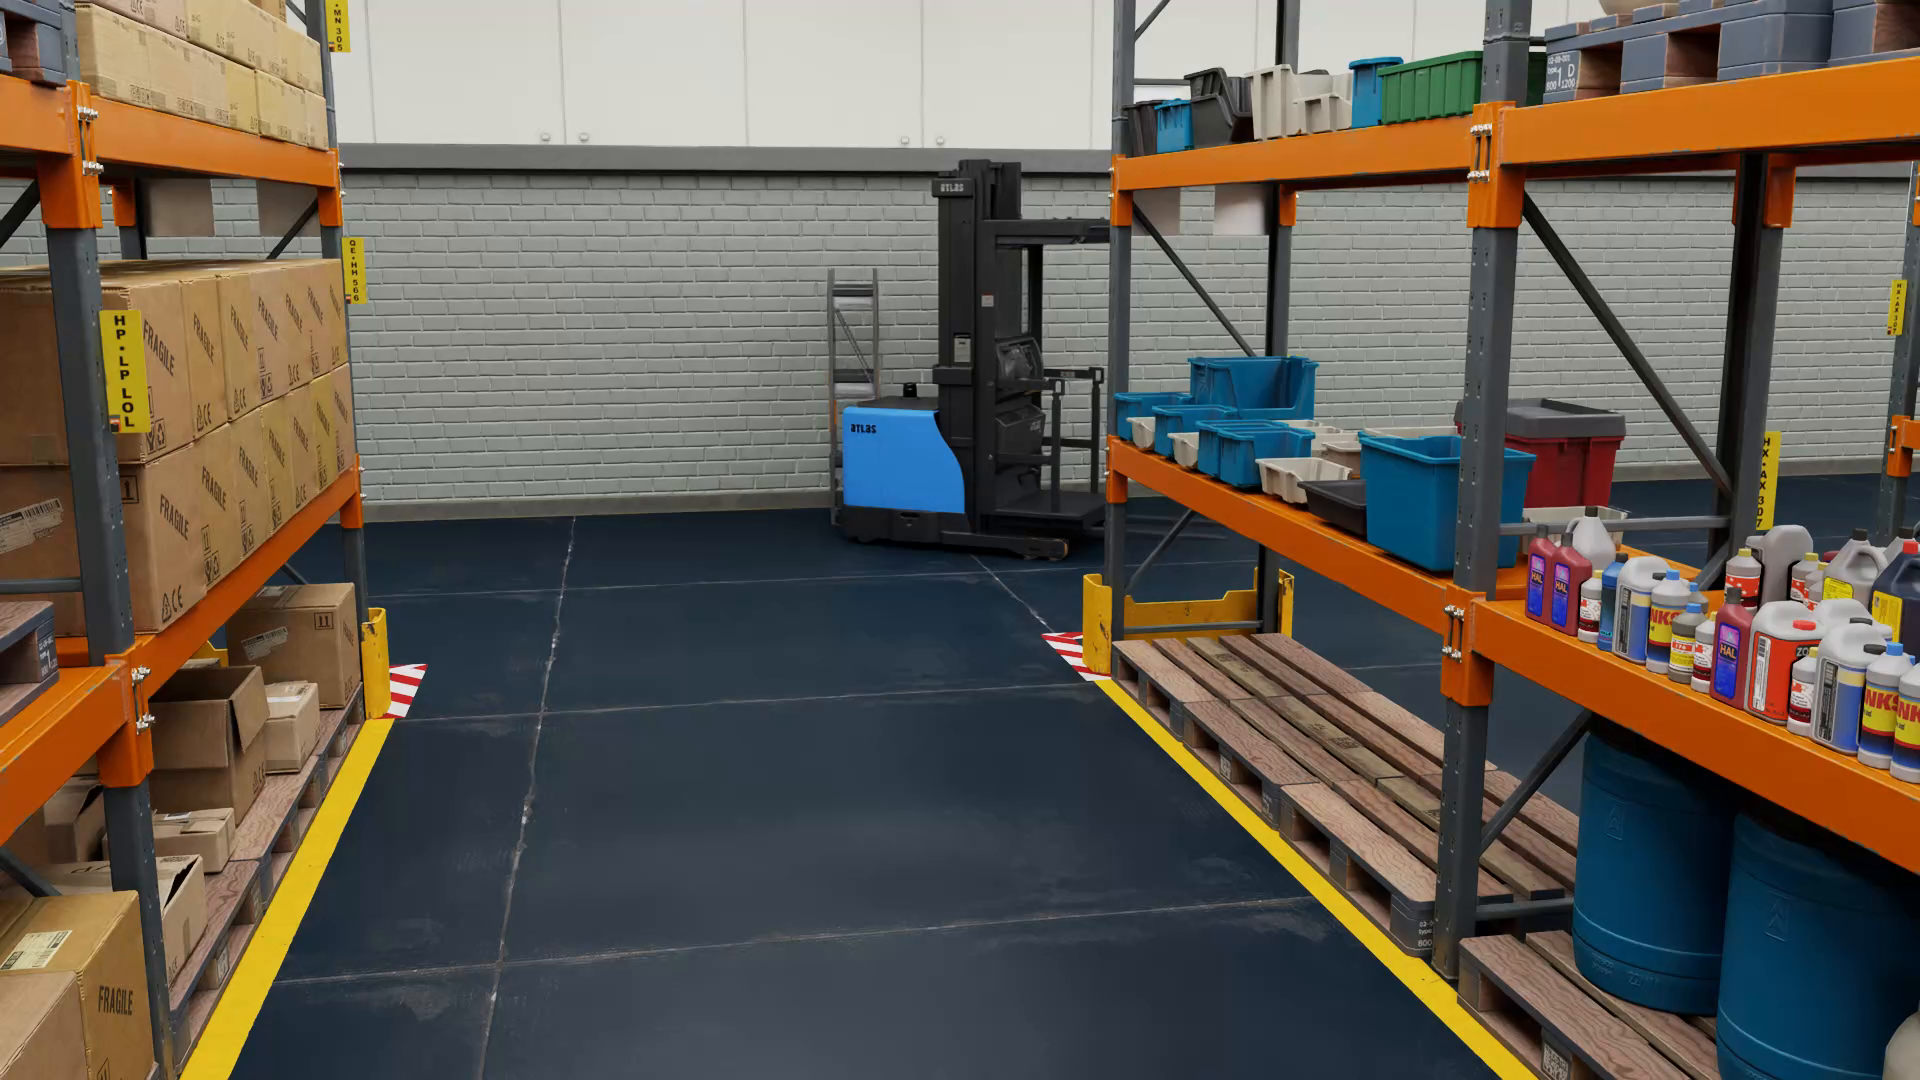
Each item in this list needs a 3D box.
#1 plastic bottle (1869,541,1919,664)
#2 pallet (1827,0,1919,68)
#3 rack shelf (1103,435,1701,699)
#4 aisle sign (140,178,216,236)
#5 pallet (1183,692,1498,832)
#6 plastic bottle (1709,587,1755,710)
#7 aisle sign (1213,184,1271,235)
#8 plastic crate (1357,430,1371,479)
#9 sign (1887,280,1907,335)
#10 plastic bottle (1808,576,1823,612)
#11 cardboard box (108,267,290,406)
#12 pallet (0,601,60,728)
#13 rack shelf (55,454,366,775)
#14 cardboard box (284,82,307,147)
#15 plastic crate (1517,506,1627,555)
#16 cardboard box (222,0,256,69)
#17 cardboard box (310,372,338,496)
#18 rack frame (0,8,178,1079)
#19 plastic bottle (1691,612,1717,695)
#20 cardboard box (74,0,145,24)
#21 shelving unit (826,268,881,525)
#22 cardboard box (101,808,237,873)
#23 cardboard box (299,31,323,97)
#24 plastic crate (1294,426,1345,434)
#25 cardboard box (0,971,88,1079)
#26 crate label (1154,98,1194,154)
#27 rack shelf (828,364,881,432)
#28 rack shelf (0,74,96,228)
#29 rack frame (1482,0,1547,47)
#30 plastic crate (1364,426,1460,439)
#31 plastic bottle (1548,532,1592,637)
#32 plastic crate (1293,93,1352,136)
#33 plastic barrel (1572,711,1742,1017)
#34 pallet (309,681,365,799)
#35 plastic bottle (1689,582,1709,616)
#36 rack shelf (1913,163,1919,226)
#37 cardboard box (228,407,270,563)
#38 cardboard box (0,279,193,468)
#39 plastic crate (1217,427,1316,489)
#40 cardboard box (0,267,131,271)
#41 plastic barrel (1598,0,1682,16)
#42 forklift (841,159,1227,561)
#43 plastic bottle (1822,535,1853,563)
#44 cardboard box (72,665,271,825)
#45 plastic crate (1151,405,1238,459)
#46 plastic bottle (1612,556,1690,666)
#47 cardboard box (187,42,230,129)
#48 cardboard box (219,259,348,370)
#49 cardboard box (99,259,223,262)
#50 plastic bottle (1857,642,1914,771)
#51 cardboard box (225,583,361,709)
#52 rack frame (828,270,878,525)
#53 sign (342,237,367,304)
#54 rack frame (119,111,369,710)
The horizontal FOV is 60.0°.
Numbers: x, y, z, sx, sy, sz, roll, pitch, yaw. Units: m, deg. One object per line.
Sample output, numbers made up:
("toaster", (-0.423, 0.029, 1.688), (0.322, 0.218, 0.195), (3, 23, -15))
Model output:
("plastic bottle", (2.486, 0.182, 4.349), (0.144, 0.351, 0.185), (-2, 11, -11))
("pallet", (2.564, -1.070, 3.281), (1.003, 0.211, 1.213), (-2, 11, -11))
("rack shelf", (1.703, -0.051, 7.367), (1.077, 0.370, 4.000), (-2, 11, -11))
("aisle sign", (-3.847, -1.871, 8.051), (0.394, 0.787, 0.004), (-2, 11, -11))
("pallet", (1.670, 0.974, 7.513), (1.003, 0.211, 1.213), (-2, 11, -11))
("plastic bottle", (1.917, 0.265, 4.093), (0.061, 0.283, 0.133), (-2, 11, -11))
("aisle sign", (1.587, -2.072, 9.110), (0.394, 0.787, 0.004), (-2, 11, -11))
("plastic crate", (1.965, -0.351, 7.307), (0.416, 0.233, 0.300), (-2, 11, -11))
("sign", (5.627, -1.397, 9.985), (0.100, 0.325, 0.005), (-2, 11, -11))
("plastic bottle", (2.438, 0.195, 4.680), (0.097, 0.201, 0.097), (0, 11, 0))
("cardboard box", (-2.885, -0.779, 6.325), (0.500, 0.500, 0.500), (-2, 11, -9))
("pallet", (-2.719, 0.386, 3.657), (1.003, 0.211, 1.213), (-2, 11, -11))
("rack shelf", (-3.157, 0.128, 6.425), (1.077, 0.370, 4.000), (-2, 11, -11))
("cardboard box", (-3.101, -1.815, 7.089), (0.500, 0.250, 0.500), (-2, 11, -11))
("plastic crate", (2.142, -0.028, 5.868), (0.396, 0.136, 0.243), (-2, 11, -11))
("cardboard box", (-2.901, -1.878, 6.080), (0.500, 0.250, 0.500), (-2, 11, -11))
("cardboard box", (-3.087, -0.474, 7.396), (0.500, 0.500, 0.500), (-2, 11, -11))
("rack frame", (-2.768, 0.142, 4.430), (1.000, 3.000, 0.127), (-2, 11, -11))
("plastic bottle", (1.913, 0.284, 4.215), (0.097, 0.201, 0.097), (0, 11, 0))
("cardboard box", (-2.619, -1.602, 4.633), (0.500, 0.250, 0.500), (-2, 11, -11))
("shelving unit", (-0.878, -1.201, 13.890), (0.431, 2.100, 0.503), (0, 11, -2))
("cardboard box", (-2.815, 1.074, 5.931), (0.380, 0.166, 0.250), (-2, 11, -11))
("cardboard box", (-3.196, -2.153, 7.525), (0.500, 0.250, 0.500), (-2, 11, -11))
("plastic crate", (1.692, -0.475, 8.213), (0.396, 0.136, 0.243), (-2, 11, -11))
("cardboard box", (-2.303, 1.325, 3.724), (0.500, 0.500, 0.500), (-2, 11, -11))
("crate label", (1.176, -1.991, 8.010), (0.408, 0.251, 0.502), (-2, 11, -11))
("rack shelf", (-0.878, -1.188, 13.893), (0.431, 0.518, 0.480), (0, 11, -2))
("rack shelf", (-2.379, -0.612, 2.290), (1.077, 0.370, 4.000), (-2, 11, -11))
("rack frame", (2.092, -2.985, 4.812), (1.000, 3.000, 0.127), (-2, 11, -11))
("plastic crate", (1.976, -0.296, 6.885), (0.437, 0.282, 0.530), (-2, 11, -11))
("plastic bottle", (1.771, 0.127, 4.820), (0.061, 0.283, 0.133), (-2, 11, -11))
("plastic crate", (1.471, -1.601, 6.270), (0.293, 0.136, 0.466), (-2, 11, -11))
("plastic barrel", (2.181, 0.887, 5.002), (0.600, 0.901, 0.708), (-2, 11, -11))
("pallet", (-3.375, 0.938, 7.704), (1.003, 0.211, 1.213), (-2, 11, -11))
("plastic bottle", (1.998, 0.218, 4.562), (0.097, 0.201, 0.097), (0, 11, 0))
("rack shelf", (6.561, -1.705, 8.033), (1.077, 0.370, 4.000), (-2, 11, -11))
("cardboard box", (-2.797, -0.197, 5.939), (0.500, 0.500, 0.500), (-2, 11, -11))
("cardboard box", (-2.583, -0.495, 4.835), (0.500, 0.500, 0.500), (-2, 11, -10))
("plastic crate", (1.353, -0.365, 7.379), (0.416, 0.233, 0.300), (-2, 11, -11))
("cardboard box", (-3.417, -0.761, 6.229), (0.500, 0.500, 0.500), (-2, 11, -12))
("plastic barrel", (1.948, -1.679, 4.485), (0.433, 0.535, 0.433), (0, 11, 0))
("forklift", (0.641, -1.392, 12.673), (3.031, 2.935, 1.130), (4, 12, 21))
("plastic bottle", (2.575, 0.121, 4.852), (0.061, 0.283, 0.133), (-2, 11, -11))
("cardboard box", (-3.138, 0.807, 6.432), (0.797, 0.503, 0.637), (-2, 11, -11))
("plastic crate", (1.167, -0.541, 8.302), (0.416, 0.233, 0.300), (-2, 11, -11))
("plastic bottle", (1.879, 0.189, 4.513), (0.152, 0.276, 0.135), (-2, 11, -11))
("cardboard box", (-2.809, -1.540, 5.644), (0.500, 0.250, 0.500), (-2, 11, -11))
("cardboard box", (-3.189, -1.061, 7.805), (0.500, 0.500, 0.500), (-2, 11, -12))
("cardboard box", (-3.718, -1.041, 7.704), (0.500, 0.500, 0.500), (-2, 11, -9))
("plastic bottle", (2.029, 0.359, 3.633), (0.097, 0.271, 0.097), (0, 11, 0))
("cardboard box", (-3.198, 0.511, 8.000), (0.500, 0.500, 0.500), (-2, 11, -11))
("rack frame", (-0.870, -1.155, 13.651), (0.400, 2.100, 0.015), (0, 11, -2))
("sign", (-2.997, -1.333, 8.233), (0.100, 0.325, 0.005), (-2, 11, -11))
("rack frame", (-3.546, -0.592, 8.284), (1.000, 3.000, 0.127), (-2, 11, -11))
